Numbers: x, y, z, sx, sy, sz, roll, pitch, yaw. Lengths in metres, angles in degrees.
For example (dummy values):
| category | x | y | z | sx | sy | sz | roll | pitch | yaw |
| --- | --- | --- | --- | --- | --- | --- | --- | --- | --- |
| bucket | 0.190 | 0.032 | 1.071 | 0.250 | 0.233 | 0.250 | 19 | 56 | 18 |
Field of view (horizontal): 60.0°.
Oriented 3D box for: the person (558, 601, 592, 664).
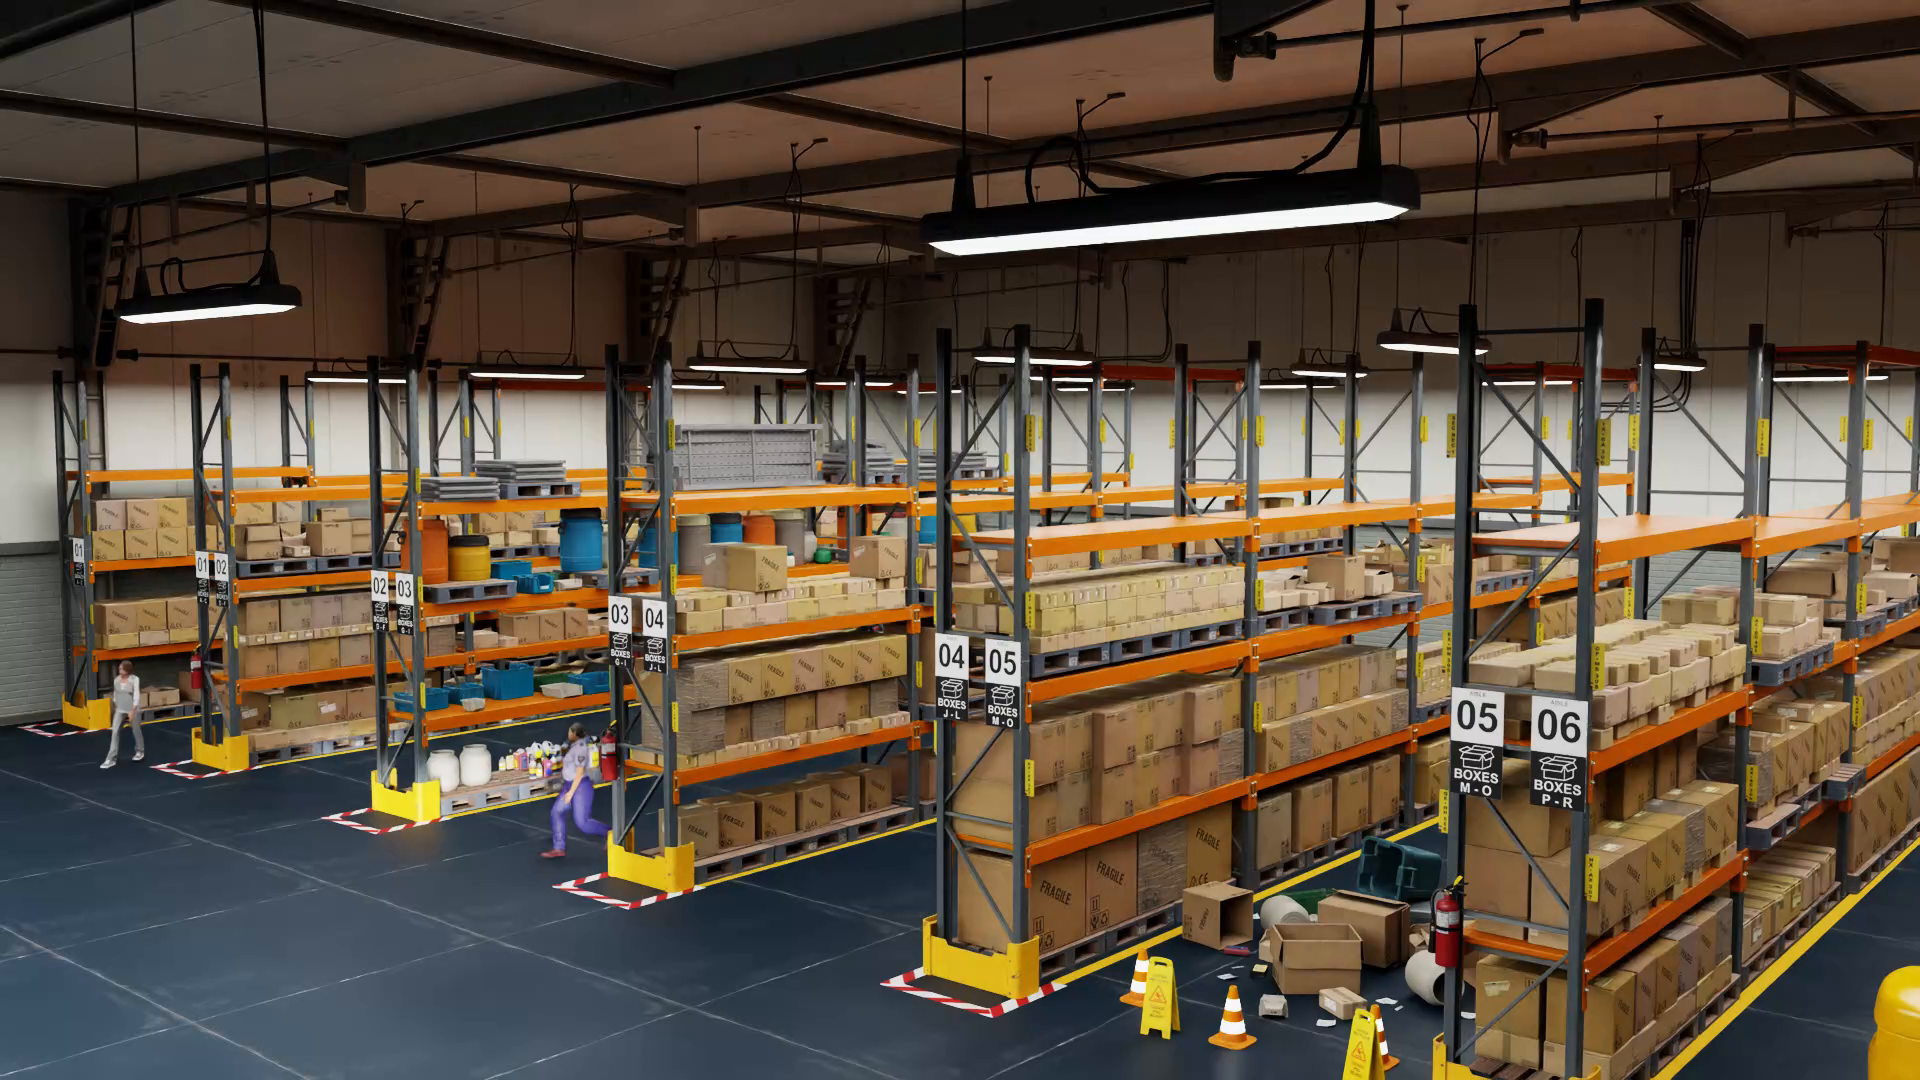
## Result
| category | x | y | z | sx | sy | sz | roll | pitch | yaw |
| --- | --- | --- | --- | --- | --- | --- | --- | --- | --- |
| person | -7.647 | 1.931 | 32.988 | 0.589 | 1.712 | 1.041 | 2 | 4 | 23 |

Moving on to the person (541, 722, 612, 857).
| category | x | y | z | sx | sy | sz | roll | pitch | yaw |
| --- | --- | --- | --- | --- | --- | --- | --- | --- | --- |
| person | -4.515 | 2.951 | 19.687 | 0.905 | 1.563 | 0.480 | -2 | 5 | -28 |

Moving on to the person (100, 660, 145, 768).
| category | x | y | z | sx | sy | sz | roll | pitch | yaw |
| --- | --- | --- | --- | --- | --- | --- | --- | --- | --- |
| person | -12.481 | 2.572 | 24.854 | 0.451 | 1.553 | 0.872 | 0 | 4 | -7 |
